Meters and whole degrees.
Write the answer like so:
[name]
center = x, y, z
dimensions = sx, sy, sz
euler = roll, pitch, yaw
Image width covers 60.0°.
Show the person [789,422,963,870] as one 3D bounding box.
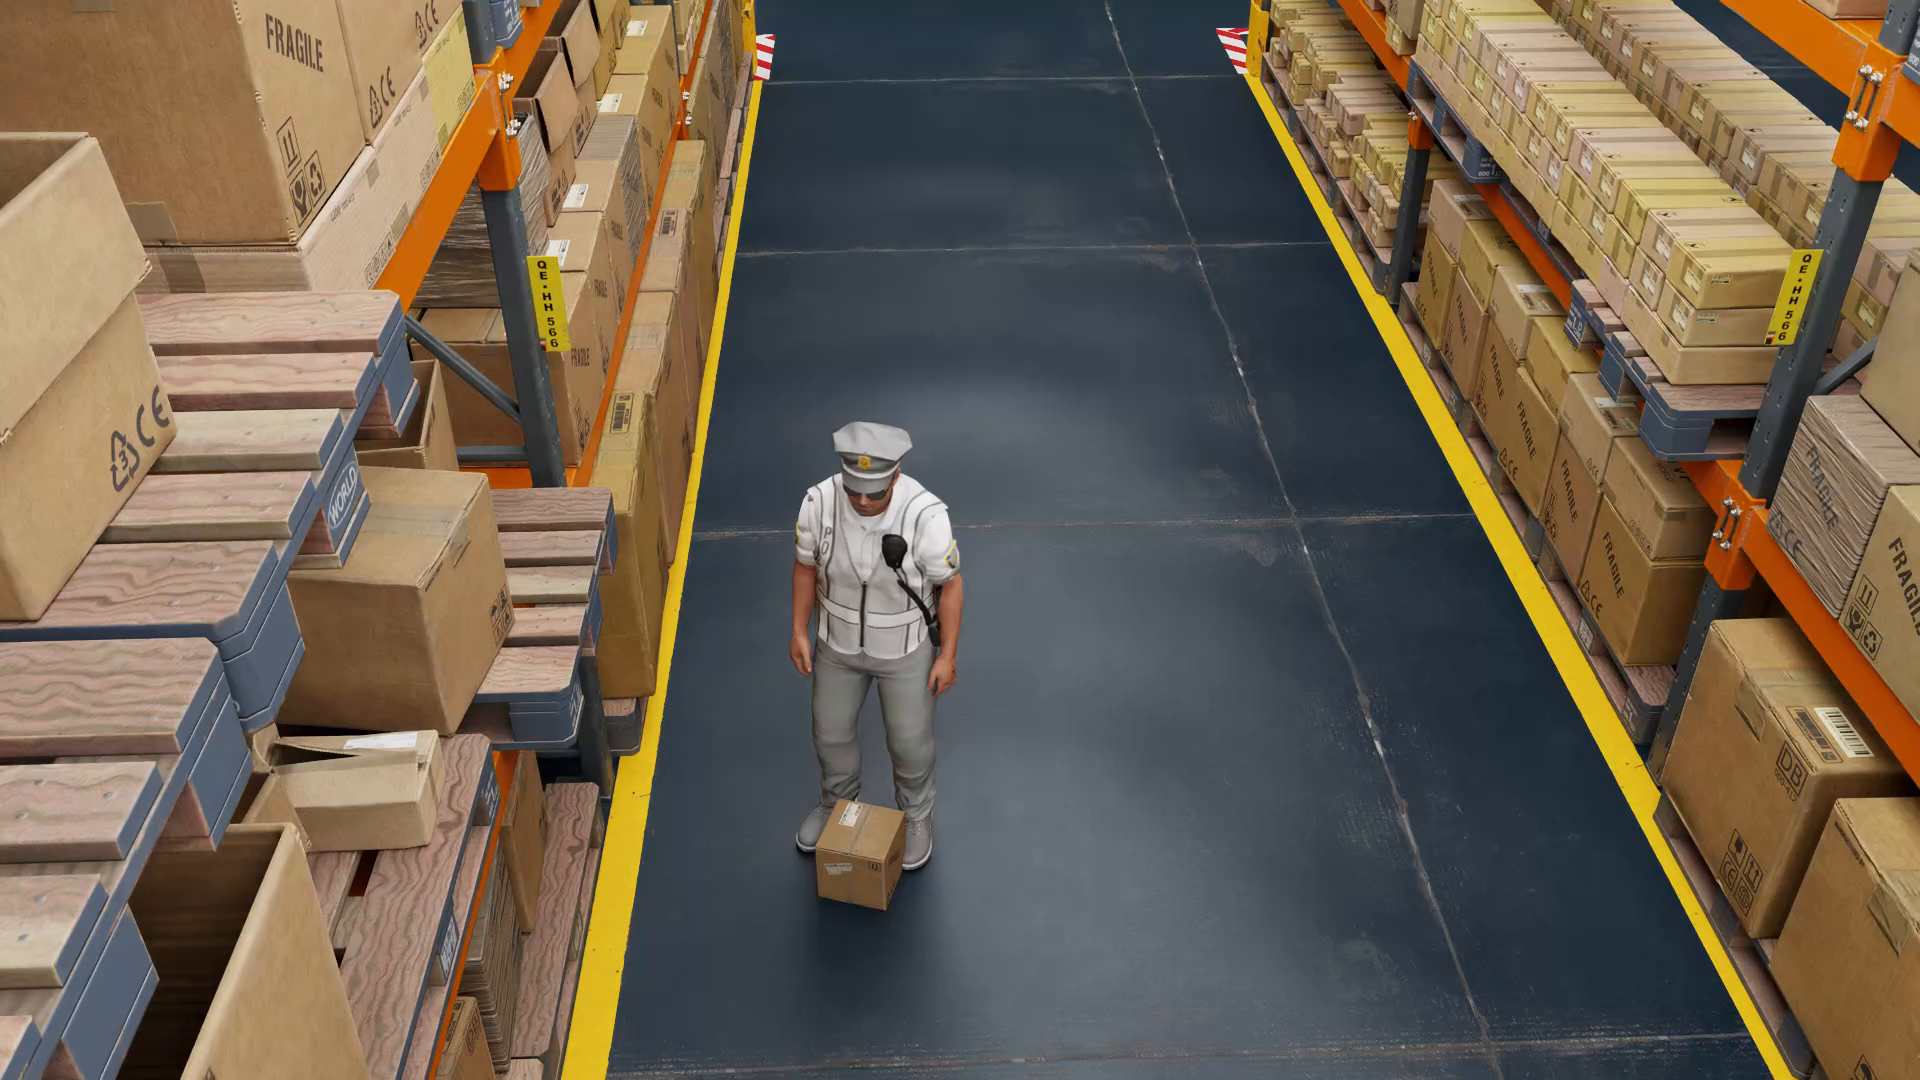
[person]
center = -0.284, 0.338, 5.656
dimensions = 0.589, 1.747, 0.434
euler = 8, 36, 11
